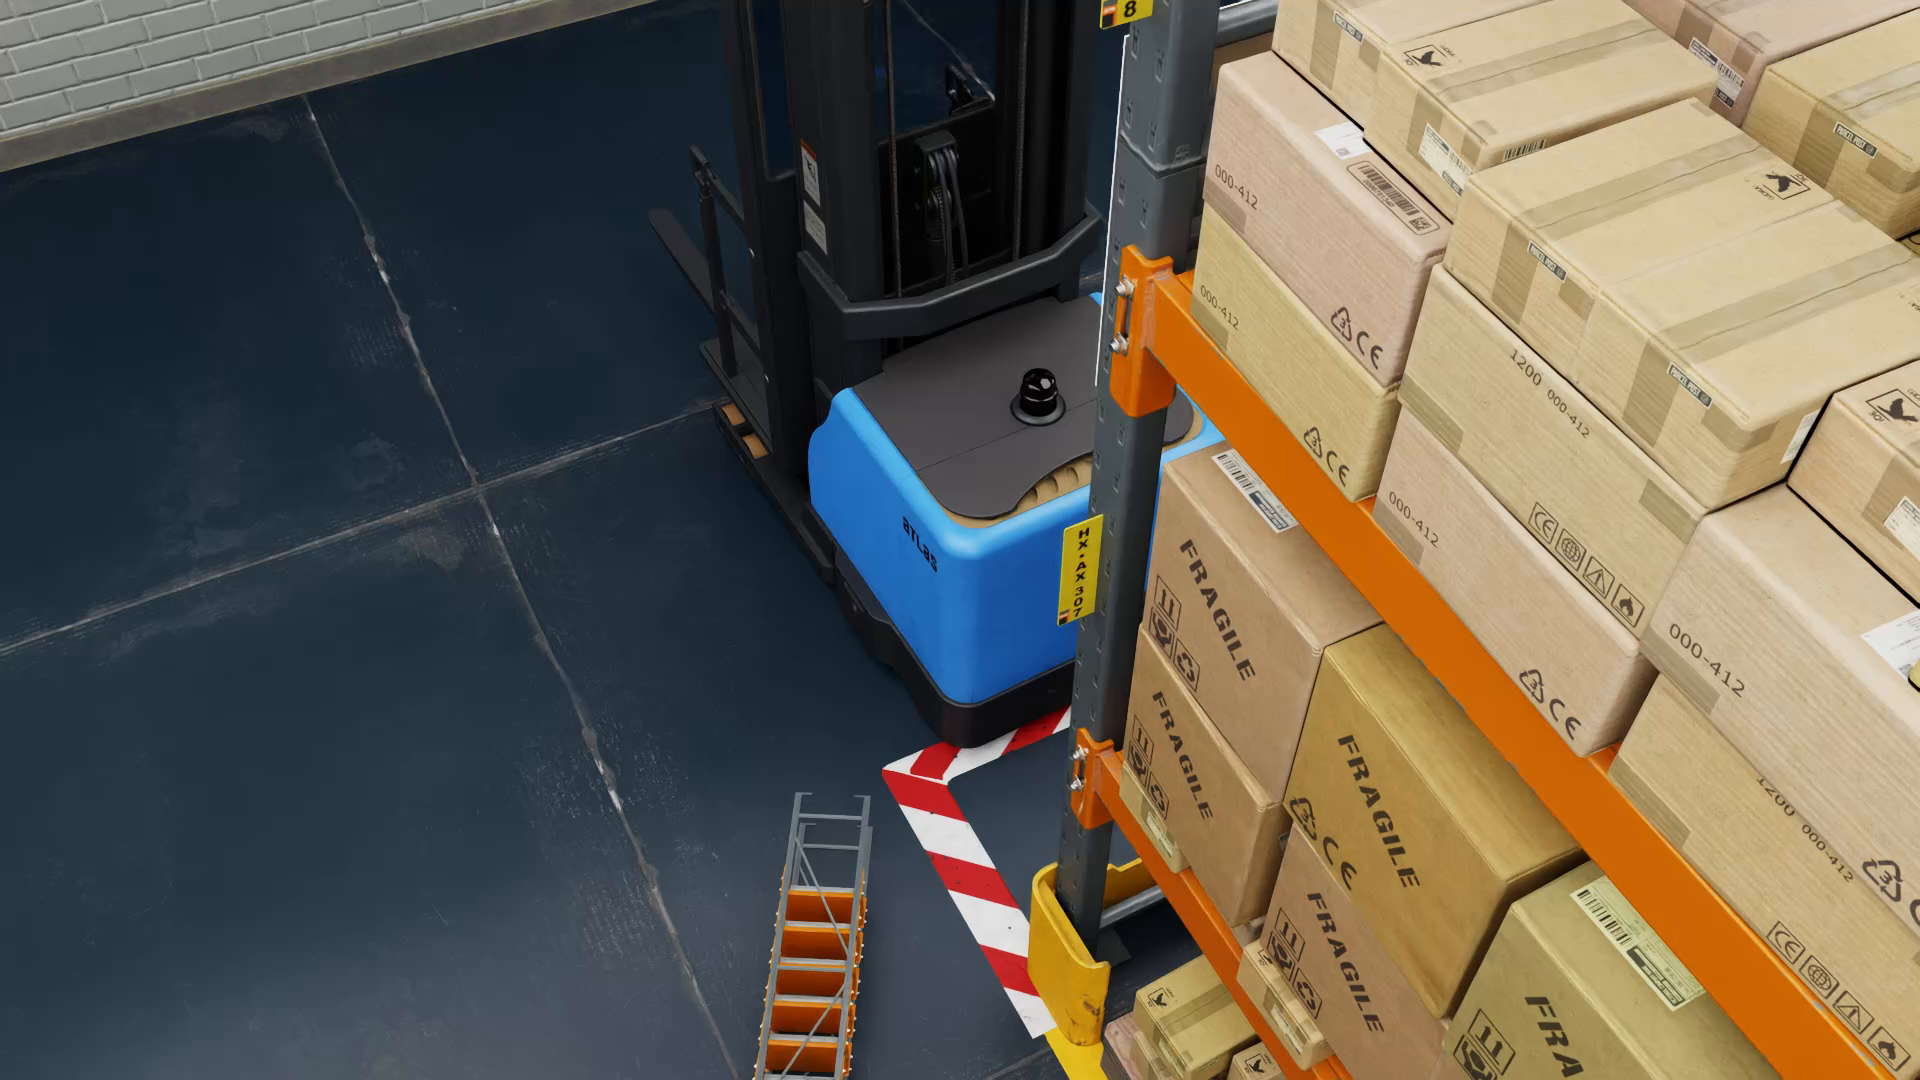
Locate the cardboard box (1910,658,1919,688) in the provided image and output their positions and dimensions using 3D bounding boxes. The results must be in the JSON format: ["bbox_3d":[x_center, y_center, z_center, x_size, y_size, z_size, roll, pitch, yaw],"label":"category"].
[{"bbox_3d":[1.211,0.119,1.663,0.380,0.149,0.250,-20,52,-16],"label":"cardboard box"}]

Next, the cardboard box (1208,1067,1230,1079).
[{"bbox_3d":[0.758,1.308,4.531,0.380,0.149,0.250,-19,52,-16],"label":"cardboard box"}]

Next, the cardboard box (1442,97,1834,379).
[{"bbox_3d":[0.852,-0.389,2.107,0.380,0.149,0.250,-21,52,-18],"label":"cardboard box"}]

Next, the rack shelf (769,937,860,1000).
[{"bbox_3d":[-0.434,1.287,4.995,0.258,0.180,0.103,2,49,2],"label":"rack shelf"}]

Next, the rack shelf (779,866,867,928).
[{"bbox_3d":[-0.420,1.107,5.153,0.258,0.180,0.103,2,49,2],"label":"rack shelf"}]

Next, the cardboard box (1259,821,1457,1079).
[{"bbox_3d":[0.974,0.780,3.311,0.500,0.500,0.500,-21,52,-17],"label":"cardboard box"}]

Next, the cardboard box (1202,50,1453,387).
[{"bbox_3d":[0.721,-0.547,2.510,0.500,0.250,0.500,-20,52,-17],"label":"cardboard box"}]

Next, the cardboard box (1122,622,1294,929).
[{"bbox_3d":[0.706,0.431,3.616,0.500,0.500,0.500,-19,51,-16],"label":"cardboard box"}]

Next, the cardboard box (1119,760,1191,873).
[{"bbox_3d":[0.603,0.579,3.918,0.380,0.149,0.250,-22,52,-18],"label":"cardboard box"}]

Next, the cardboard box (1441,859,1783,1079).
[{"bbox_3d":[1.170,0.789,2.638,0.500,0.500,0.500,-22,52,-18],"label":"cardboard box"}]

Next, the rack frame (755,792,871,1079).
[{"bbox_3d":[-0.436,1.260,4.897,0.240,0.006,1.200,2,49,2],"label":"rack frame"}]

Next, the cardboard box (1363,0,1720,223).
[{"bbox_3d":[0.793,-0.596,2.288,0.380,0.149,0.250,-19,52,-16],"label":"cardboard box"}]

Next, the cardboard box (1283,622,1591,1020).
[{"bbox_3d":[0.952,0.434,2.950,0.500,0.500,0.500,-20,52,-16],"label":"cardboard box"}]

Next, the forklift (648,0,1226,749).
[{"bbox_3d":[-0.312,-1.377,5.507,1.130,2.935,3.031,-23,53,-19],"label":"forklift"}]

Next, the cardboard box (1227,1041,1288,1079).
[{"bbox_3d":[0.917,1.381,4.269,0.380,0.149,0.250,-20,52,-17],"label":"cardboard box"}]

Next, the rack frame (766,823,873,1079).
[{"bbox_3d":[-0.436,1.381,5.035,0.240,0.006,1.200,2,49,2],"label":"rack frame"}]

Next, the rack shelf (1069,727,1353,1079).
[{"bbox_3d":[1.661,1.742,3.212,1.077,0.370,4.000,-21,52,-18],"label":"rack shelf"}]

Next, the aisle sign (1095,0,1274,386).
[{"bbox_3d":[0.446,-0.635,3.086,0.394,0.787,0.004,-21,52,-18],"label":"aisle sign"}]

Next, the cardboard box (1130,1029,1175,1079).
[{"bbox_3d":[0.701,1.427,4.624,0.380,0.149,0.250,-20,52,-17],"label":"cardboard box"}]

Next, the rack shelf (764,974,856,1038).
[{"bbox_3d":[-0.440,1.377,4.917,0.258,0.180,0.103,2,49,2],"label":"rack shelf"}]

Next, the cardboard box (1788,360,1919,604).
[{"bbox_3d":[1.174,-0.090,1.846,0.380,0.149,0.250,-20,52,-17],"label":"cardboard box"}]

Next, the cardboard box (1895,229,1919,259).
[{"bbox_3d":[1.418,-0.374,2.359,0.500,0.250,0.500,-22,53,-18],"label":"cardboard box"}]

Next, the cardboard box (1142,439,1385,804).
[{"bbox_3d":[0.716,0.098,3.243,0.500,0.500,0.500,-21,52,-18],"label":"cardboard box"}]

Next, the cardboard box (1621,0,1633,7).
[{"bbox_3d":[1.160,-0.947,2.595,0.380,0.149,0.250,-22,52,-18],"label":"cardboard box"}]

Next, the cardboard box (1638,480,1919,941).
[{"bbox_3d":[1.176,0.138,1.911,0.500,0.250,0.500,-21,52,-17],"label":"cardboard box"}]

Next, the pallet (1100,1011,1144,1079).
[{"bbox_3d":[1.121,1.691,4.631,1.003,0.211,1.213,-21,52,-18],"label":"pallet"}]

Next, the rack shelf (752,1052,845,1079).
[{"bbox_3d":[-0.453,1.558,4.759,0.258,0.180,0.103,2,49,2],"label":"rack shelf"}]

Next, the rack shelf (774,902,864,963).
[{"bbox_3d":[-0.427,1.197,5.074,0.258,0.180,0.103,2,49,2],"label":"rack shelf"}]

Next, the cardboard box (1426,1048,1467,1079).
[{"bbox_3d":[1.187,1.113,3.020,0.500,0.500,0.500,-21,52,-17],"label":"cardboard box"}]

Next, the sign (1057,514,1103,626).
[{"bbox_3d":[0.264,0.068,3.623,0.100,0.325,0.005,-21,52,-18],"label":"sign"}]

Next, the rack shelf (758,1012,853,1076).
[{"bbox_3d":[-0.447,1.468,4.838,0.258,0.180,0.103,2,49,2],"label":"rack shelf"}]

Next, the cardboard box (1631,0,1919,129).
[{"bbox_3d":[1.204,-0.755,2.428,0.380,0.149,0.250,-20,52,-17],"label":"cardboard box"}]

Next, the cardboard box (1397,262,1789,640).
[{"bbox_3d":[0.956,-0.204,2.211,0.500,0.250,0.500,-22,52,-18],"label":"cardboard box"}]

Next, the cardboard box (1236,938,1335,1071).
[{"bbox_3d":[0.832,0.933,3.608,0.380,0.149,0.250,-23,53,-19],"label":"cardboard box"}]

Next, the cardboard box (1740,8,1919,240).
[{"bbox_3d":[1.304,-0.576,2.271,0.380,0.149,0.250,-23,53,-19],"label":"cardboard box"}]

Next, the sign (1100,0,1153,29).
[{"bbox_3d":[0.264,-0.922,2.490,0.100,0.325,0.005,-21,52,-18],"label":"sign"}]

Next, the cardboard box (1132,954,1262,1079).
[{"bbox_3d":[0.684,1.238,4.394,0.380,0.149,0.250,-23,53,-19],"label":"cardboard box"}]

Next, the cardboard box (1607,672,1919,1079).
[{"bbox_3d":[1.209,0.311,2.092,0.500,0.250,0.500,-23,53,-19],"label":"cardboard box"}]

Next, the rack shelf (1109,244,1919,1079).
[{"bbox_3d":[1.661,0.754,2.083,1.077,0.370,4.000,-21,52,-18],"label":"rack shelf"}]

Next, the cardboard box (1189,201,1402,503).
[{"bbox_3d":[0.724,-0.384,2.699,0.500,0.250,0.500,-19,52,-16],"label":"cardboard box"}]

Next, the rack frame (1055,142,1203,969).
[{"bbox_3d":[0.746,0.166,4.112,1.000,3.000,0.127,-21,52,-18],"label":"rack frame"}]

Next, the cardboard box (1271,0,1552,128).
[{"bbox_3d":[0.692,-0.773,2.443,0.380,0.149,0.250,-22,52,-18],"label":"cardboard box"}]

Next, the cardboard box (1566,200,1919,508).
[{"bbox_3d":[0.963,-0.226,1.965,0.380,0.149,0.250,-21,52,-17],"label":"cardboard box"}]

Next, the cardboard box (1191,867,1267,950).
[{"bbox_3d":[0.756,0.735,3.782,0.380,0.149,0.250,-19,52,-16],"label":"cardboard box"}]

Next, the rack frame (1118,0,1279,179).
[{"bbox_3d":[0.746,-1.809,1.854,1.000,3.000,0.127,-21,52,-18],"label":"rack frame"}]

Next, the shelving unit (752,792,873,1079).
[{"bbox_3d":[-0.436,1.321,4.966,0.258,0.189,1.200,2,49,2],"label":"shelving unit"}]

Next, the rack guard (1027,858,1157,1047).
[{"bbox_3d":[0.781,1.040,5.008,1.175,0.500,0.348,-21,52,-18],"label":"rack guard"}]

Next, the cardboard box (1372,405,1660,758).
[{"bbox_3d":[0.962,-0.030,2.390,0.500,0.250,0.500,-20,52,-16],"label":"cardboard box"}]
